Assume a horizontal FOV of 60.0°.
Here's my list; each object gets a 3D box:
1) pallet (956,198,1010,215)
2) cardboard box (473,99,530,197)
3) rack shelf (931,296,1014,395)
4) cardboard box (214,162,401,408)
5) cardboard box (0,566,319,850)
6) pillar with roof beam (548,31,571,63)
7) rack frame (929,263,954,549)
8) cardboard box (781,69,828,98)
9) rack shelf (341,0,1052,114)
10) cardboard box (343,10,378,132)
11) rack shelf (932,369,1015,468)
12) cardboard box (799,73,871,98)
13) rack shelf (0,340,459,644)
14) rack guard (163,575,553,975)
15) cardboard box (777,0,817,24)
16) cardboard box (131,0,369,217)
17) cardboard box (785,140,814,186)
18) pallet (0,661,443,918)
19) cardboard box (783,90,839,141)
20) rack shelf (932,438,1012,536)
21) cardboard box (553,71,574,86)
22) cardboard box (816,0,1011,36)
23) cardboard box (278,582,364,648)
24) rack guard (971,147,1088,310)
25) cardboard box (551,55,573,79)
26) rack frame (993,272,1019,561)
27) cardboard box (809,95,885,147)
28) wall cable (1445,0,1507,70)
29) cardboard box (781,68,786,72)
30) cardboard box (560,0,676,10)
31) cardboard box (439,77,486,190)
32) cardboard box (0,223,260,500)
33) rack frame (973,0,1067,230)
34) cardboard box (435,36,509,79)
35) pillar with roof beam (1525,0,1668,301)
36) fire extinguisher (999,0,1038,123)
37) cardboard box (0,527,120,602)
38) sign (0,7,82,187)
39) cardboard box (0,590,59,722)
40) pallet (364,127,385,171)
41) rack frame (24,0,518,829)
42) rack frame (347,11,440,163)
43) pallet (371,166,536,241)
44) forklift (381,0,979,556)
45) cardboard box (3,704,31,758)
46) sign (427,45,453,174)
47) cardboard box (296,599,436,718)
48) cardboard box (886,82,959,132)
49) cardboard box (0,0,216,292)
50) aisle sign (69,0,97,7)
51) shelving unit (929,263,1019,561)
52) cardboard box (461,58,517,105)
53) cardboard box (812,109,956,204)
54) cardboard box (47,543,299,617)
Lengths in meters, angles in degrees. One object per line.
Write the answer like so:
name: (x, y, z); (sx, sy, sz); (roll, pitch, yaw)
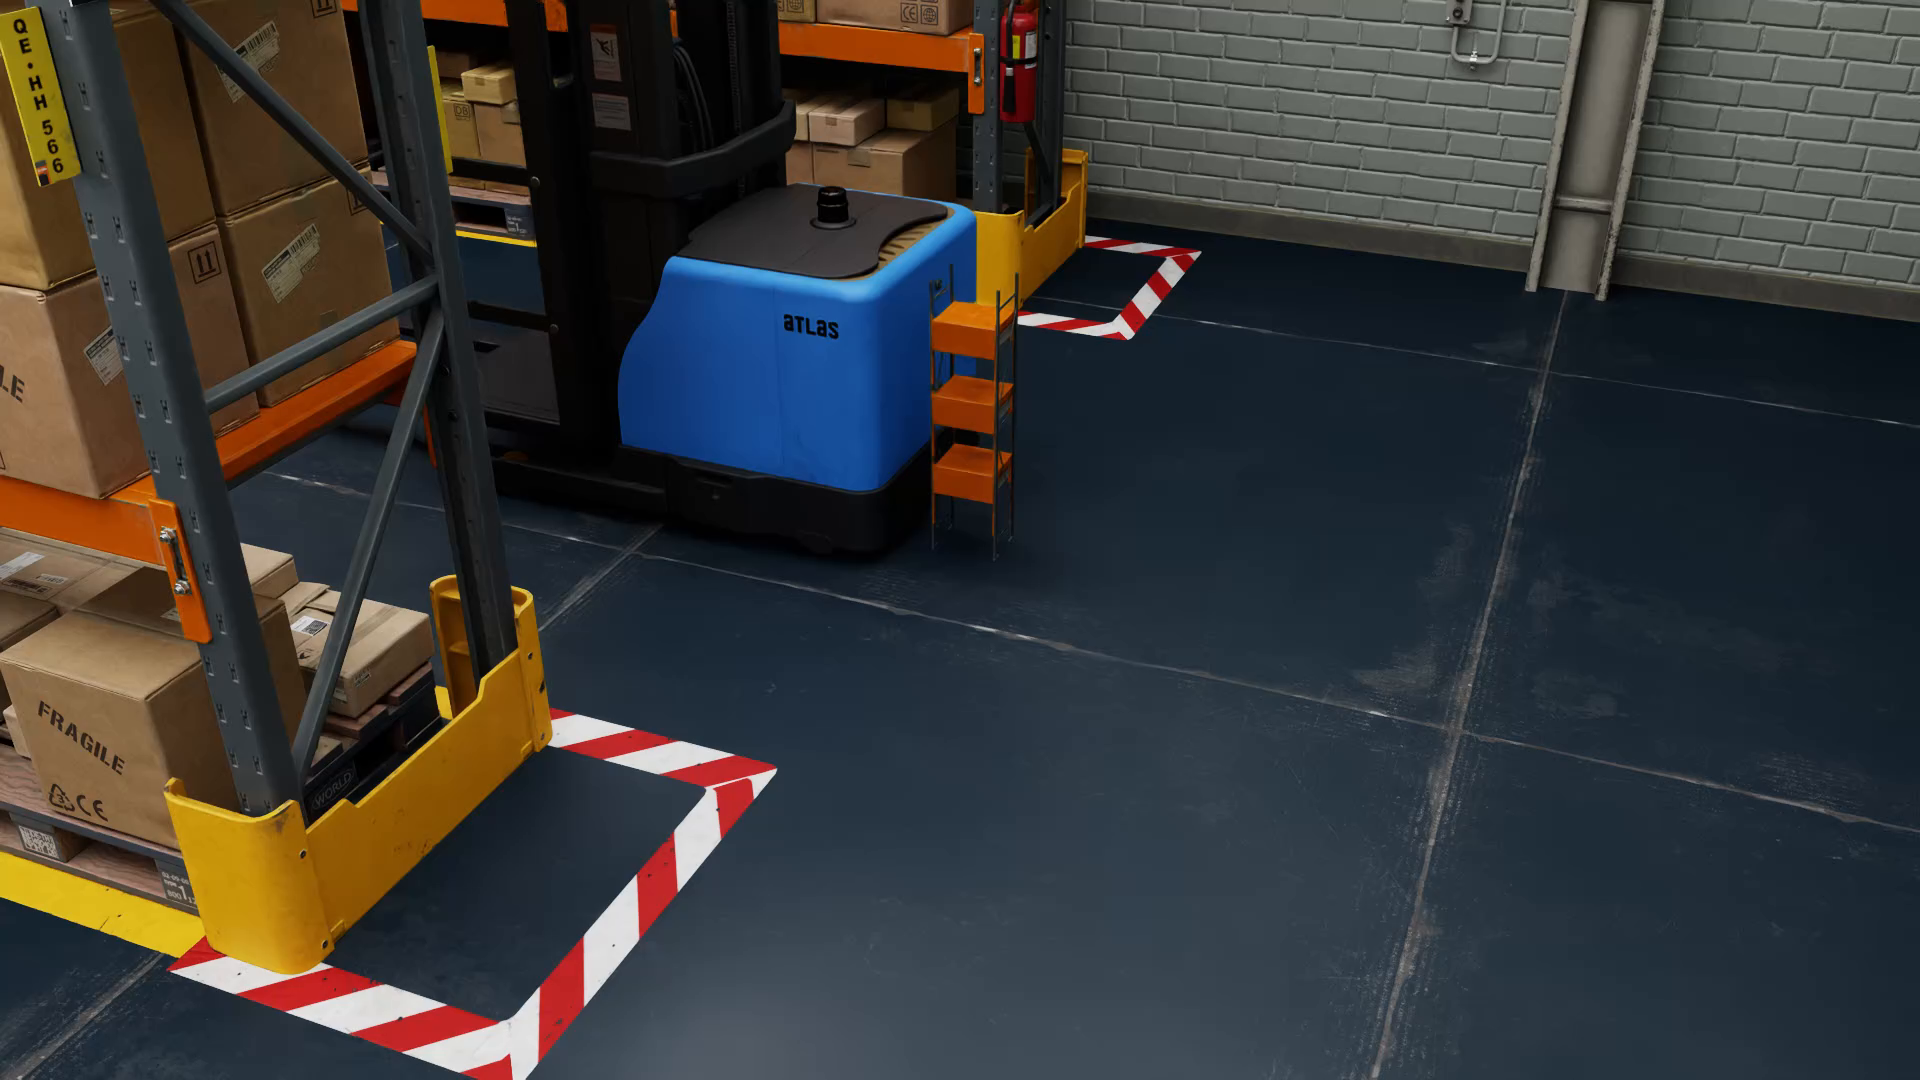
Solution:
pallet: (-0.466, -1.620, 8.902); (1.213, 0.211, 1.003); (11, 31, 19)
cardboard box: (-2.283, -2.277, 9.343); (0.500, 0.500, 0.700); (11, 31, 19)
rack shelf: (0.050, -0.685, 5.840); (0.240, 0.259, 0.215); (11, 31, 19)
cardboard box: (-1.867, -0.708, 4.353); (0.500, 0.500, 0.500); (12, 32, 20)
cardboard box: (-2.151, 0.446, 4.506); (0.500, 0.500, 0.500); (11, 31, 19)
pillar with roof beam: (-4.047, -4.376, 4.846); (0.400, 9.000, 9.100); (11, 31, 19)
rack frame: (-0.063, -0.470, 6.014); (0.008, 1.050, 0.200); (11, 31, 19)
cardboard box: (-0.892, -2.391, 8.886); (0.250, 0.149, 0.380); (12, 31, 20)
rack shelf: (-1.549, -2.779, 8.849); (4.000, 0.370, 1.077); (11, 31, 19)
cardboard box: (-4.053, -2.770, 9.860); (0.750, 0.750, 0.750); (12, 32, 20)
rack shelf: (0.050, -0.438, 5.979); (0.240, 0.259, 0.215); (11, 31, 19)
cardboard box: (-0.660, -2.344, 8.803); (0.250, 0.149, 0.380); (11, 31, 19)
rack shelf: (-3.408, -0.519, 4.851); (4.000, 0.370, 1.077); (11, 31, 19)
rack guard: (-1.625, 0.612, 4.660); (0.348, 0.500, 1.175); (11, 31, 19)
cardboard box: (-0.850, -3.072, 8.331); (0.700, 0.700, 0.980); (11, 31, 19)
cardboard box: (-1.867, -1.144, 4.107); (0.500, 0.500, 0.500); (12, 32, 21)
cardboard box: (-0.845, -1.993, 8.841); (0.500, 0.500, 0.700); (11, 31, 19)
pallet: (-2.364, 0.591, 4.991); (1.213, 0.211, 1.003); (11, 31, 19)
cardboard box: (-0.806, -2.170, 8.496); (0.250, 0.149, 0.380); (12, 32, 20)
rack shelf: (0.050, -0.196, 6.116); (0.240, 0.259, 0.215); (11, 31, 19)
cardboard box: (-2.015, -2.411, 8.921); (0.250, 0.149, 0.380); (10, 31, 18)
cardboard box: (-0.172, -2.942, 8.102); (0.700, 0.700, 0.980); (13, 32, 21)
cardboard box: (-2.045, 0.299, 5.105); (0.250, 0.166, 0.380); (11, 31, 19)
rack guard: (0.327, -1.629, 8.624); (0.348, 0.500, 1.175); (11, 31, 19)
cardboard box: (-2.074, -2.626, 9.302); (0.250, 0.149, 0.380); (10, 31, 18)
rack frame: (0.163, -0.425, 5.934); (0.008, 1.050, 0.200); (11, 31, 19)
cardboard box: (-0.569, -2.123, 8.413); (0.250, 0.149, 0.380); (11, 31, 19)
wall cable: (1.847, -3.359, 8.111); (1.851, 1.984, 0.084); (11, 31, 19)
cardboard box: (-1.128, -2.437, 8.968); (0.250, 0.149, 0.380); (12, 32, 20)
cardboard box: (-1.553, -3.217, 8.588); (0.700, 0.700, 0.980); (10, 31, 17)
cardboard box: (-2.748, -2.371, 9.511); (0.500, 0.500, 0.700); (12, 32, 20)
cardboard box: (-2.072, -0.465, 3.922); (0.500, 0.500, 0.500); (12, 32, 21)
rack frame: (0.305, -2.722, 8.017); (0.127, 3.000, 1.000); (11, 31, 19)
cardboard box: (-2.807, -2.771, 9.559); (0.250, 0.149, 0.380); (11, 31, 19)
pillar with roof beam: (1.513, -3.265, 2.882); (0.400, 9.000, 9.100); (11, 31, 19)
fire extinguisher: (0.271, -2.287, 7.706); (0.183, 0.674, 0.296); (11, 31, 19)
cardboard box: (-2.878, 0.128, 5.322); (0.500, 0.250, 0.500); (11, 31, 19)
sign: (-1.782, -0.855, 3.216); (0.005, 0.325, 0.100); (11, 31, 19)
cardboard box: (-3.020, 0.365, 4.903); (0.500, 0.250, 0.500); (11, 31, 19)
pallet: (-4.145, -2.356, 10.204); (1.213, 0.211, 1.003); (11, 31, 19)
rack frame: (-1.554, -0.462, 4.020); (0.127, 3.000, 1.000); (11, 31, 19)
rack frame: (-3.402, -3.462, 9.326); (0.127, 3.000, 1.000); (11, 31, 19)
pallet: (-2.727, -2.072, 9.700); (1.213, 0.211, 1.003); (11, 31, 19)
forklift: (-1.487, -1.683, 6.248); (3.031, 2.935, 1.130); (12, 32, 20)
cardboard box: (-2.492, 0.475, 4.793); (0.250, 0.166, 0.380); (11, 31, 19)
sign: (-1.351, -1.087, 4.245); (0.005, 0.325, 0.100); (11, 31, 19)
cardboard box: (-1.813, 0.353, 5.027); (0.250, 0.149, 0.380); (11, 31, 19)
cardboard box: (-0.191, -2.251, 8.638); (0.250, 0.149, 0.380); (12, 31, 19)
cardboard box: (-2.070, -0.898, 3.673); (0.500, 0.500, 0.500); (11, 31, 19)
aisle sign: (-1.606, -1.442, 3.111); (0.004, 0.787, 0.394); (11, 31, 19)
shelving unit: (0.050, -0.447, 5.974); (0.252, 1.050, 0.215); (11, 31, 19)
cardboard box: (-2.499, -2.507, 9.092); (0.250, 0.149, 0.380); (12, 32, 21)
cardboard box: (-0.382, -1.900, 8.677); (0.500, 0.500, 0.700); (11, 31, 19)
cardboard box: (-2.415, 0.221, 5.159); (0.500, 0.250, 0.500); (11, 31, 19)
